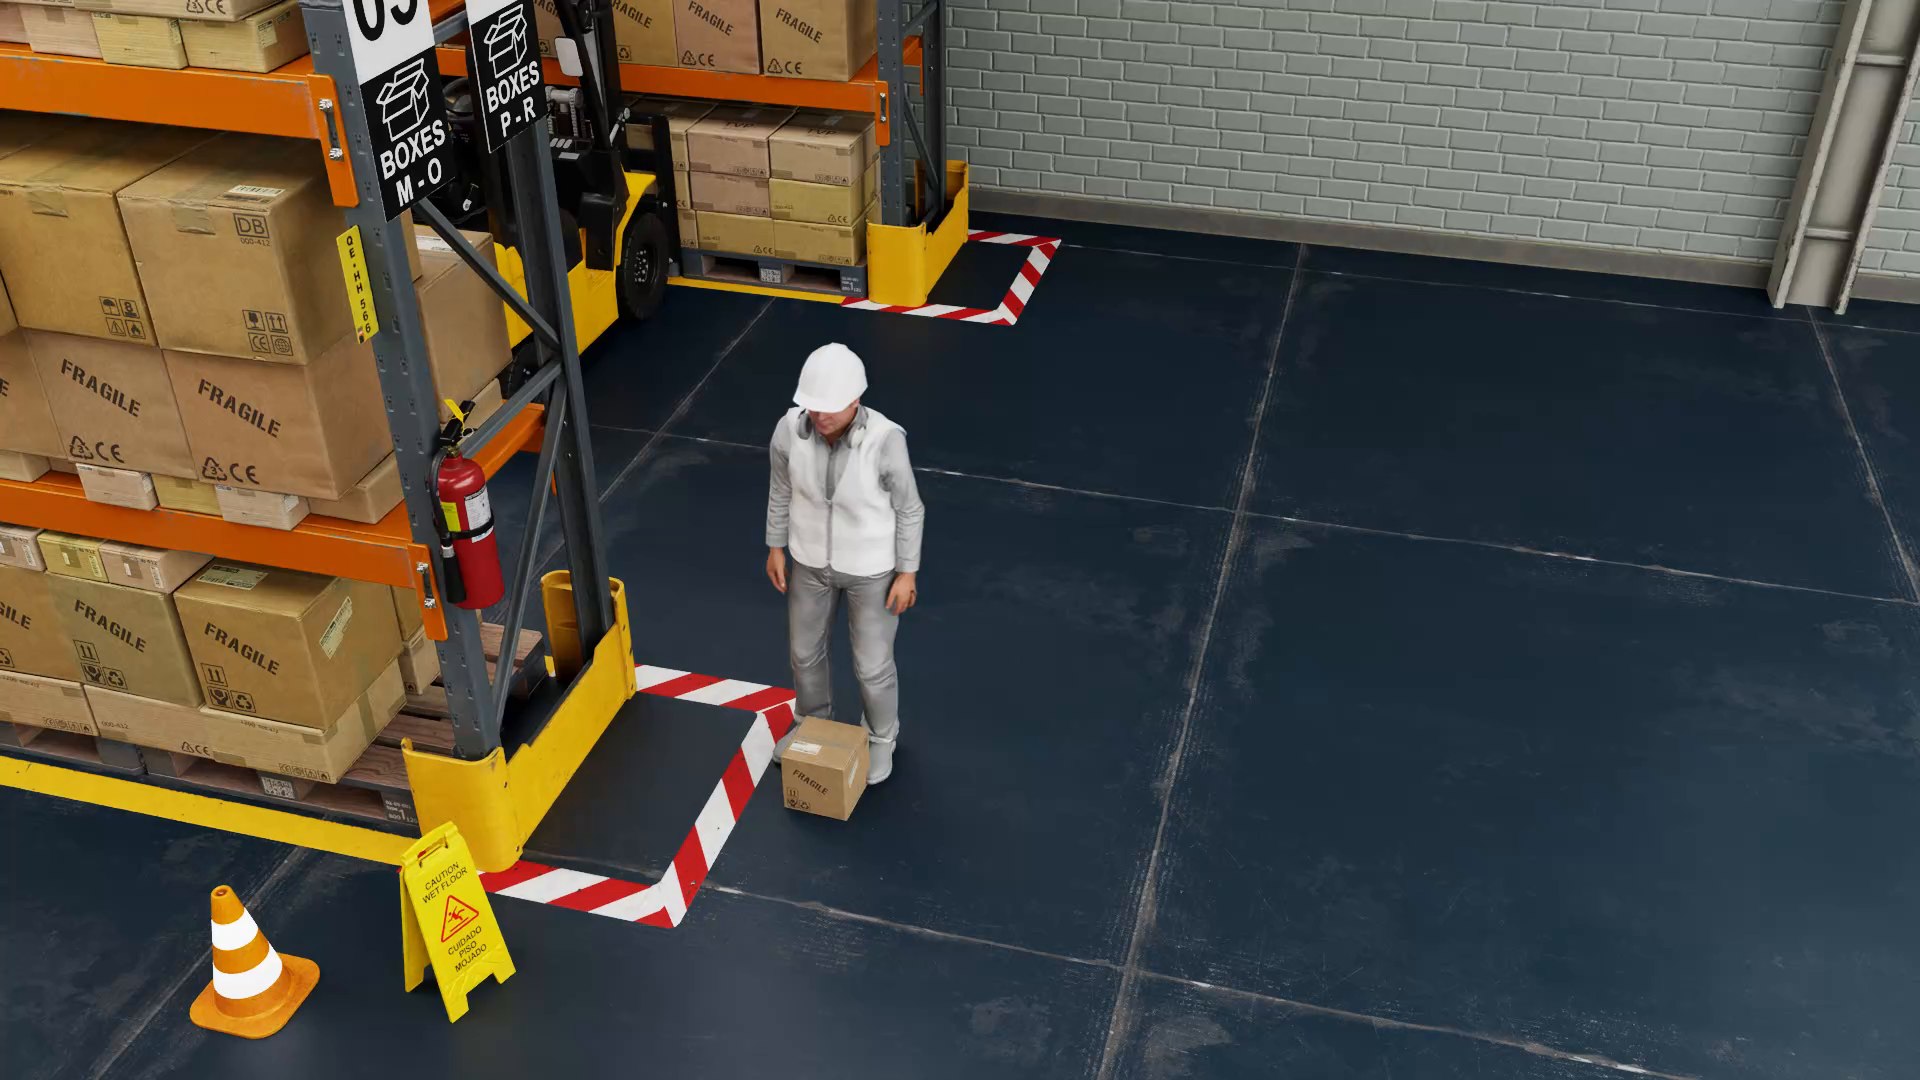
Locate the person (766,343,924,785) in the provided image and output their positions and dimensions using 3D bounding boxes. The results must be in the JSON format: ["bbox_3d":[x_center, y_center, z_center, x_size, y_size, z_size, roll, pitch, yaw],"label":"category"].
[{"bbox_3d":[-0.420,0.080,5.991,0.585,1.768,0.466,11,34,16],"label":"person"}]
